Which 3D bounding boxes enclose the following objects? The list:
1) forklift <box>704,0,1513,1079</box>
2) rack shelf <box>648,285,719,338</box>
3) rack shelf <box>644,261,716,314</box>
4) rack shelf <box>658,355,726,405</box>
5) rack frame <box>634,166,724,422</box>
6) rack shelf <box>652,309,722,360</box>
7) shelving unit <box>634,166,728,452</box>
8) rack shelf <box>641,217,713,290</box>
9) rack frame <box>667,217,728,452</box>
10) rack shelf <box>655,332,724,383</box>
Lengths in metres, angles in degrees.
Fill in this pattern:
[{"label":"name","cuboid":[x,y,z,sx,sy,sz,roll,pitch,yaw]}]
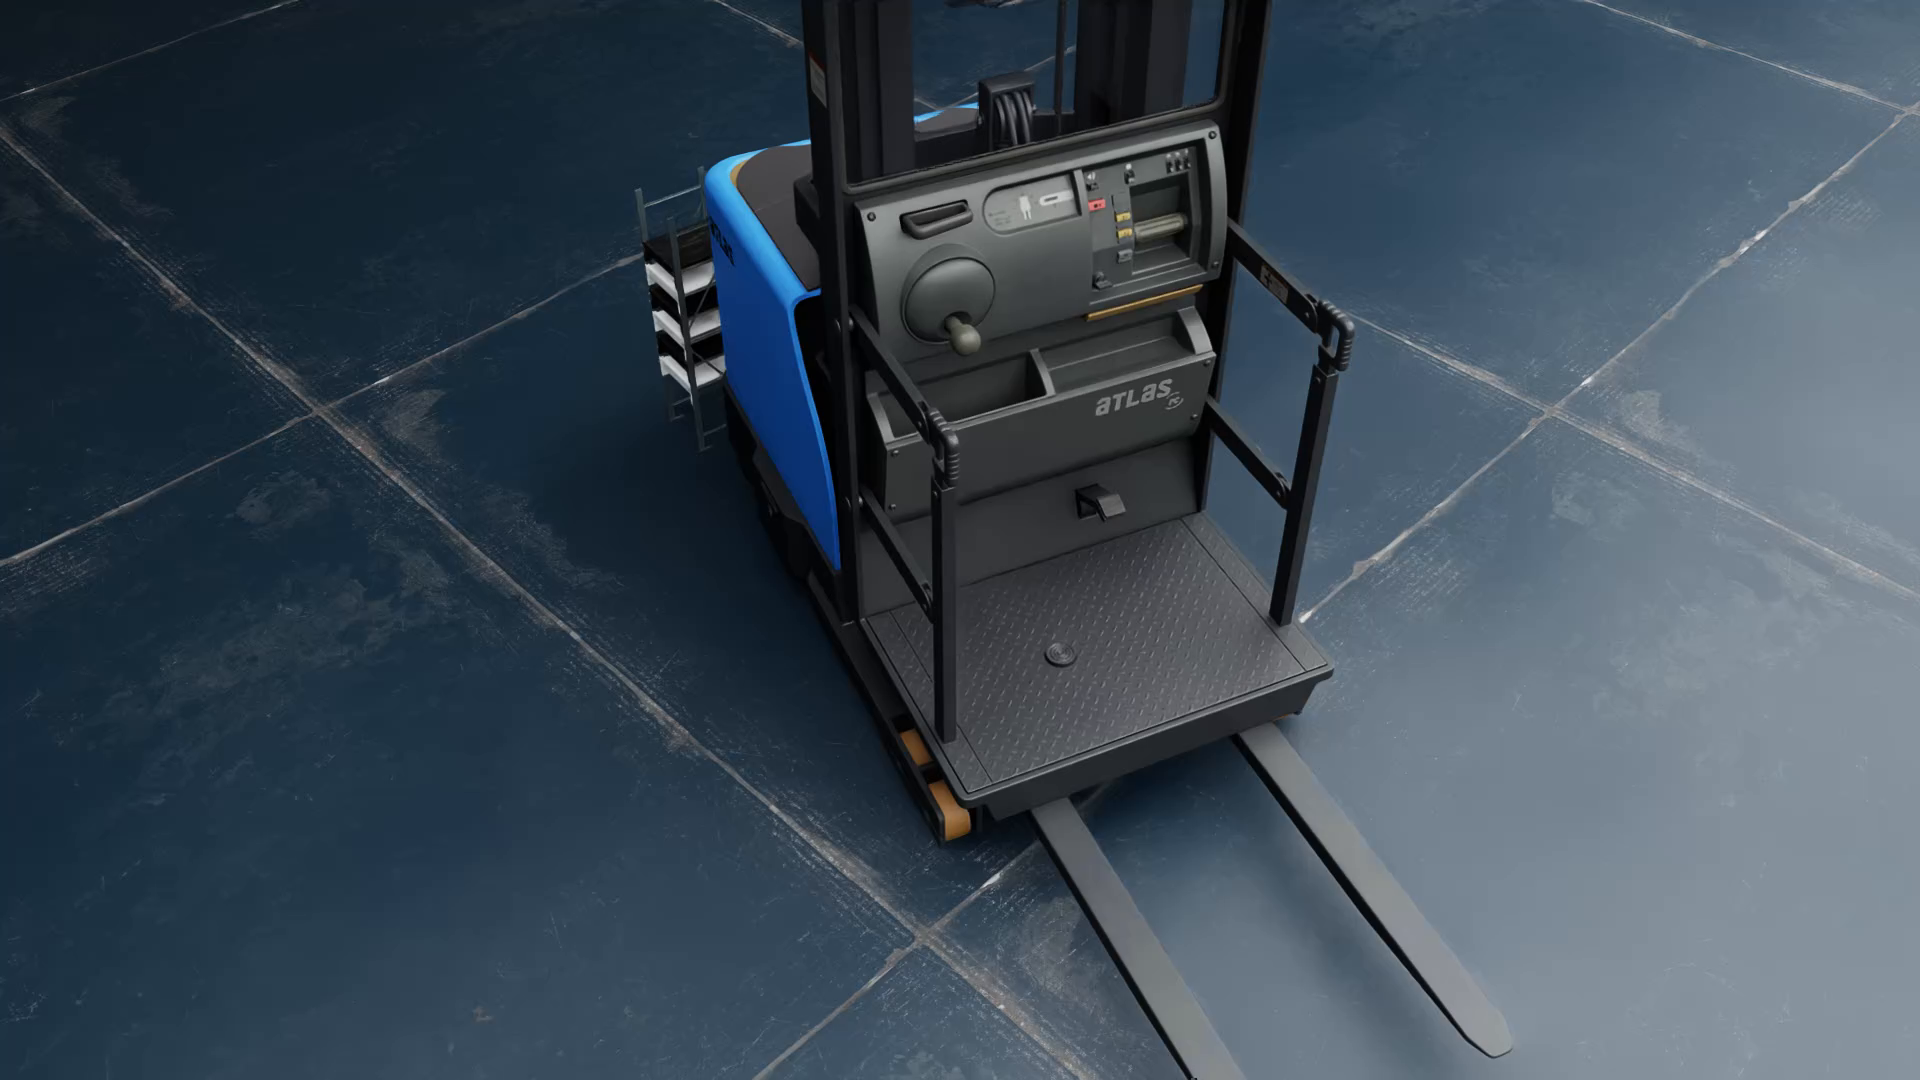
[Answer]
[{"label":"forklift","cuboid":[0.303,-0.623,3.765,1.130,2.935,3.031,-17,45,-18]},{"label":"rack shelf","cuboid":[-0.836,-0.772,5.338,0.258,0.077,0.200,-27,49,-26]},{"label":"rack shelf","cuboid":[-0.836,-0.838,5.277,0.258,0.077,0.200,-27,49,-26]},{"label":"rack shelf","cuboid":[-0.836,-0.573,5.522,0.258,0.077,0.200,-27,49,-26]},{"label":"rack frame","cuboid":[-0.897,-0.785,5.437,0.240,0.900,0.006,-27,49,-26]},{"label":"rack shelf","cuboid":[-0.836,-0.705,5.399,0.258,0.077,0.200,-27,49,-26]},{"label":"shelving unit","cuboid":[-0.836,-0.730,5.377,0.258,0.900,0.210,-27,49,-26]},{"label":"rack shelf","cuboid":[-0.836,-0.904,5.216,0.258,0.077,0.200,-27,49,-26]},{"label":"rack frame","cuboid":[-0.776,-0.674,5.317,0.240,0.900,0.006,-27,49,-26]},{"label":"rack shelf","cuboid":[-0.836,-0.639,5.460,0.258,0.077,0.200,-27,49,-26]}]
